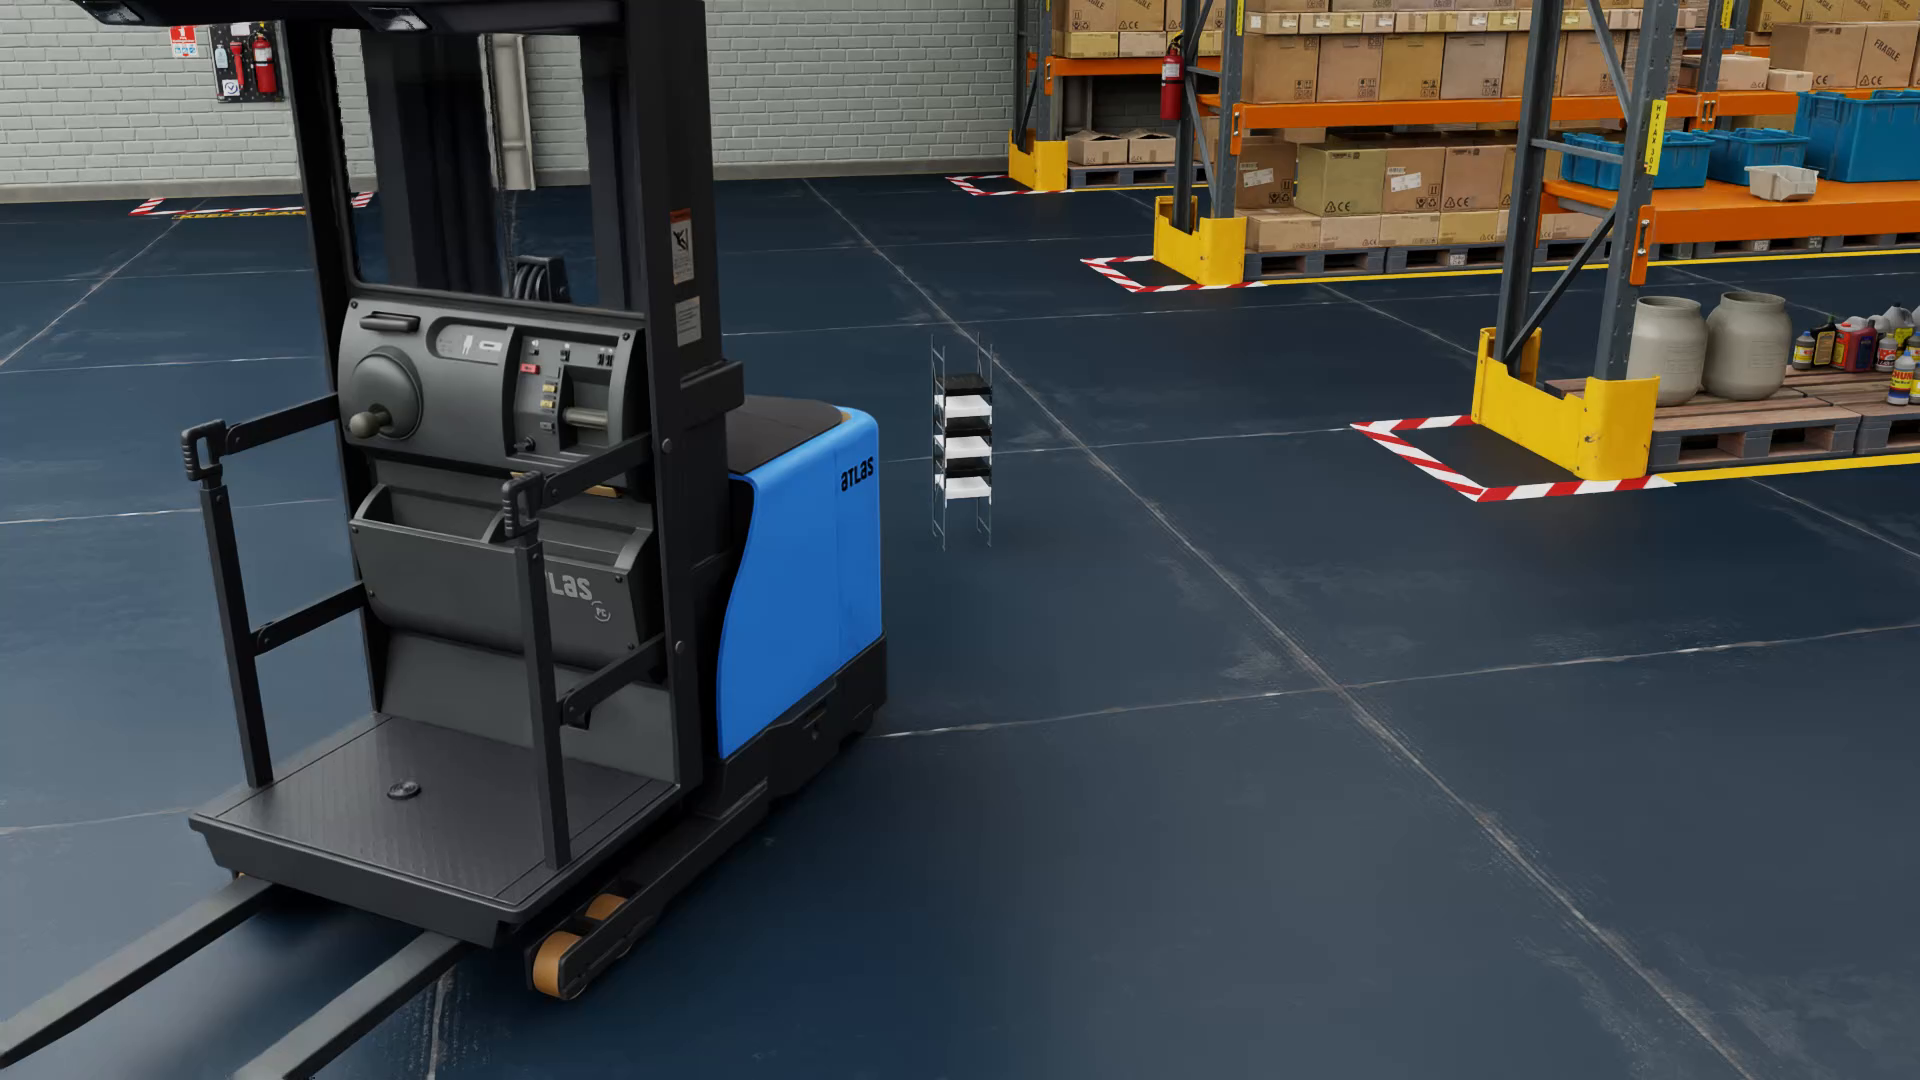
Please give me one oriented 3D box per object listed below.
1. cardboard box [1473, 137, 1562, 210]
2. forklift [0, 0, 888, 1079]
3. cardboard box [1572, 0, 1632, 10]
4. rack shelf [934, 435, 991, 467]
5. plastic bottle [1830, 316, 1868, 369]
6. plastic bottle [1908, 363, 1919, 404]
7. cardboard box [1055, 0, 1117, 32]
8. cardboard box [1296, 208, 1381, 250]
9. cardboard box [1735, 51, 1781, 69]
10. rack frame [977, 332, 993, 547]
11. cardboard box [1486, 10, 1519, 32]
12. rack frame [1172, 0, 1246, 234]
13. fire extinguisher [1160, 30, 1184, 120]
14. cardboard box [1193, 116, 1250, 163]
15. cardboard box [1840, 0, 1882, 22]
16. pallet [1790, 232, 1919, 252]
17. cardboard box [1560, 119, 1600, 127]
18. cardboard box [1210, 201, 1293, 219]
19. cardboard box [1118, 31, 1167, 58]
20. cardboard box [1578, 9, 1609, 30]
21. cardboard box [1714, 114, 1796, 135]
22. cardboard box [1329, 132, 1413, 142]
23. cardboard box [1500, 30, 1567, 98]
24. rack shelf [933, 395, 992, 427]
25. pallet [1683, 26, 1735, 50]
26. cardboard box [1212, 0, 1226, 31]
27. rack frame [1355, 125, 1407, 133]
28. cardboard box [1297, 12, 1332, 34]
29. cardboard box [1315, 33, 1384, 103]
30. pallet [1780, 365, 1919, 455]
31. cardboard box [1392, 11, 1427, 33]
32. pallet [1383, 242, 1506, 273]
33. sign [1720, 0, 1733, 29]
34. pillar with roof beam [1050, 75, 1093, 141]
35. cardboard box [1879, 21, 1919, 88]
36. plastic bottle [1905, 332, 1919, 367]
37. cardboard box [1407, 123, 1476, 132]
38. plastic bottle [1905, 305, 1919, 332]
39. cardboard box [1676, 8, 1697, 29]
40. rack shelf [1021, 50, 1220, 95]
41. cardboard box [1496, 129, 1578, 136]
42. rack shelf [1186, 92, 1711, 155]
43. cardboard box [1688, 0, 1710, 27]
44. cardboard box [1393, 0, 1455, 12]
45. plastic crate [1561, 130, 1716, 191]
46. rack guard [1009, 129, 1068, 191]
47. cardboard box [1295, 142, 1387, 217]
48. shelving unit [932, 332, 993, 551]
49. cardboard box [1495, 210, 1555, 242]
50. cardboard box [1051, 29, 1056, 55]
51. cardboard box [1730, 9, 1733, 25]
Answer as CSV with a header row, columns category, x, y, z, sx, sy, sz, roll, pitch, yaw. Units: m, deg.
category,x,y,z,sx,sy,sz,roll,pitch,yaw
cardboard box,4.405,-2.923,13.231,0.500,0.500,0.500,-5,21,-12
forklift,-1.324,-0.394,4.130,1.130,2.935,3.031,9,22,23
cardboard box,4.859,-4.430,13.016,0.500,0.500,0.700,-5,21,-13
rack shelf,0.008,-0.392,7.173,0.200,0.077,0.258,-5,21,-12
plastic bottle,4.963,-1.107,9.296,0.135,0.276,0.152,-4,21,-12
plastic bottle,4.962,-0.817,8.612,0.097,0.201,0.097,0,20,0
cardboard box,1.279,-5.421,16.851,0.500,0.500,0.500,-5,21,-12
cardboard box,2.947,-2.450,13.028,0.500,0.250,0.500,-5,21,-12
cardboard box,6.595,-3.920,13.849,0.258,0.266,0.396,-5,21,-14
rack frame,0.107,-0.431,7.184,0.006,0.900,0.240,-5,21,-12
cardboard box,4.072,-3.988,12.752,0.250,0.149,0.380,-4,20,-11
rack frame,1.889,-3.535,12.604,0.127,3.000,1.000,-5,21,-12
fire extinguisher,1.667,-3.645,13.016,0.183,0.674,0.296,-5,21,-12
cardboard box,2.719,-4.337,17.787,0.500,0.500,0.700,-6,21,-16
cardboard box,10.057,-6.052,18.868,0.500,0.500,0.500,-5,21,-13
pallet,7.679,-2.711,14.409,1.213,0.211,1.003,-5,21,-12
cardboard box,6.837,-4.734,18.871,0.500,0.500,0.700,-5,21,-13
cardboard box,2.342,-2.582,13.390,0.500,0.250,0.500,-5,21,-12
cardboard box,1.795,-5.110,17.092,0.500,0.250,0.500,-5,21,-14
cardboard box,4.815,-4.048,12.917,0.250,0.149,0.380,-5,21,-13
cardboard box,9.276,-5.028,19.195,0.750,0.750,0.750,-5,21,-13
cardboard box,3.312,-3.019,13.493,0.500,0.500,0.500,-5,21,-12
cardboard box,4.350,-3.779,13.125,0.500,0.500,0.700,-4,21,-12
rack shelf,0.008,-0.561,7.111,0.200,0.077,0.258,-5,21,-12
pallet,7.861,-5.644,18.640,1.003,0.211,1.213,-5,21,-12
cardboard box,2.766,-5.541,17.177,0.500,0.500,0.500,-4,20,-11
rack frame,4.638,-5.509,17.994,0.127,3.000,1.000,-5,21,-12
cardboard box,2.576,-3.867,12.423,0.250,0.149,0.380,-5,21,-14
cardboard box,2.856,-3.658,12.794,0.500,0.500,0.700,-4,21,-11
pallet,5.065,-0.747,9.047,1.213,0.211,1.003,-5,21,-12
cardboard box,3.324,-3.928,12.588,0.250,0.149,0.380,-5,21,-14
pallet,3.808,-2.396,13.547,1.213,0.211,1.003,-5,21,-12
sign,5.910,-4.110,12.799,0.005,0.325,0.100,-5,21,-12
pillar with roof beam,2.218,-6.914,13.106,0.400,9.000,9.100,-5,21,-12
cardboard box,8.045,-4.077,13.938,0.500,0.500,0.500,-6,21,-15
plastic bottle,5.328,-1.061,9.278,0.097,0.201,0.097,0,20,0
cardboard box,5.350,-4.606,18.522,0.500,0.500,0.700,-4,20,-11
plastic bottle,5.439,-1.182,9.393,0.185,0.351,0.144,-5,21,-13
cardboard box,5.566,-4.110,13.085,0.250,0.149,0.380,-5,21,-13
rack shelf,2.691,-5.013,17.685,4.000,0.370,1.077,-5,21,-12
cardboard box,4.773,-3.136,13.810,0.500,0.500,0.500,-5,21,-12
rack shelf,3.835,-3.355,13.160,4.000,0.370,1.077,-5,21,-12
cardboard box,8.075,-6.039,18.655,0.500,0.500,0.700,-7,21,-19
cardboard box,3.398,-4.312,12.692,0.500,0.500,0.700,-5,21,-12
plastic crate,3.443,-1.947,8.484,0.616,0.251,0.499,-5,21,-12
rack guard,0.819,-4.025,17.576,0.348,0.500,1.175,-5,21,-12
cardboard box,2.948,-2.801,12.898,0.500,0.500,0.500,-5,21,-12
shelving unit,0.008,-0.423,7.162,0.210,0.900,0.258,-5,21,-12
cardboard box,4.408,-2.567,13.348,0.500,0.250,0.500,-5,21,-12
cardboard box,1.155,-5.234,17.430,0.500,0.250,0.500,-4,21,-12
cardboard box,8.929,-6.148,19.129,0.500,0.500,0.500,-5,21,-12
